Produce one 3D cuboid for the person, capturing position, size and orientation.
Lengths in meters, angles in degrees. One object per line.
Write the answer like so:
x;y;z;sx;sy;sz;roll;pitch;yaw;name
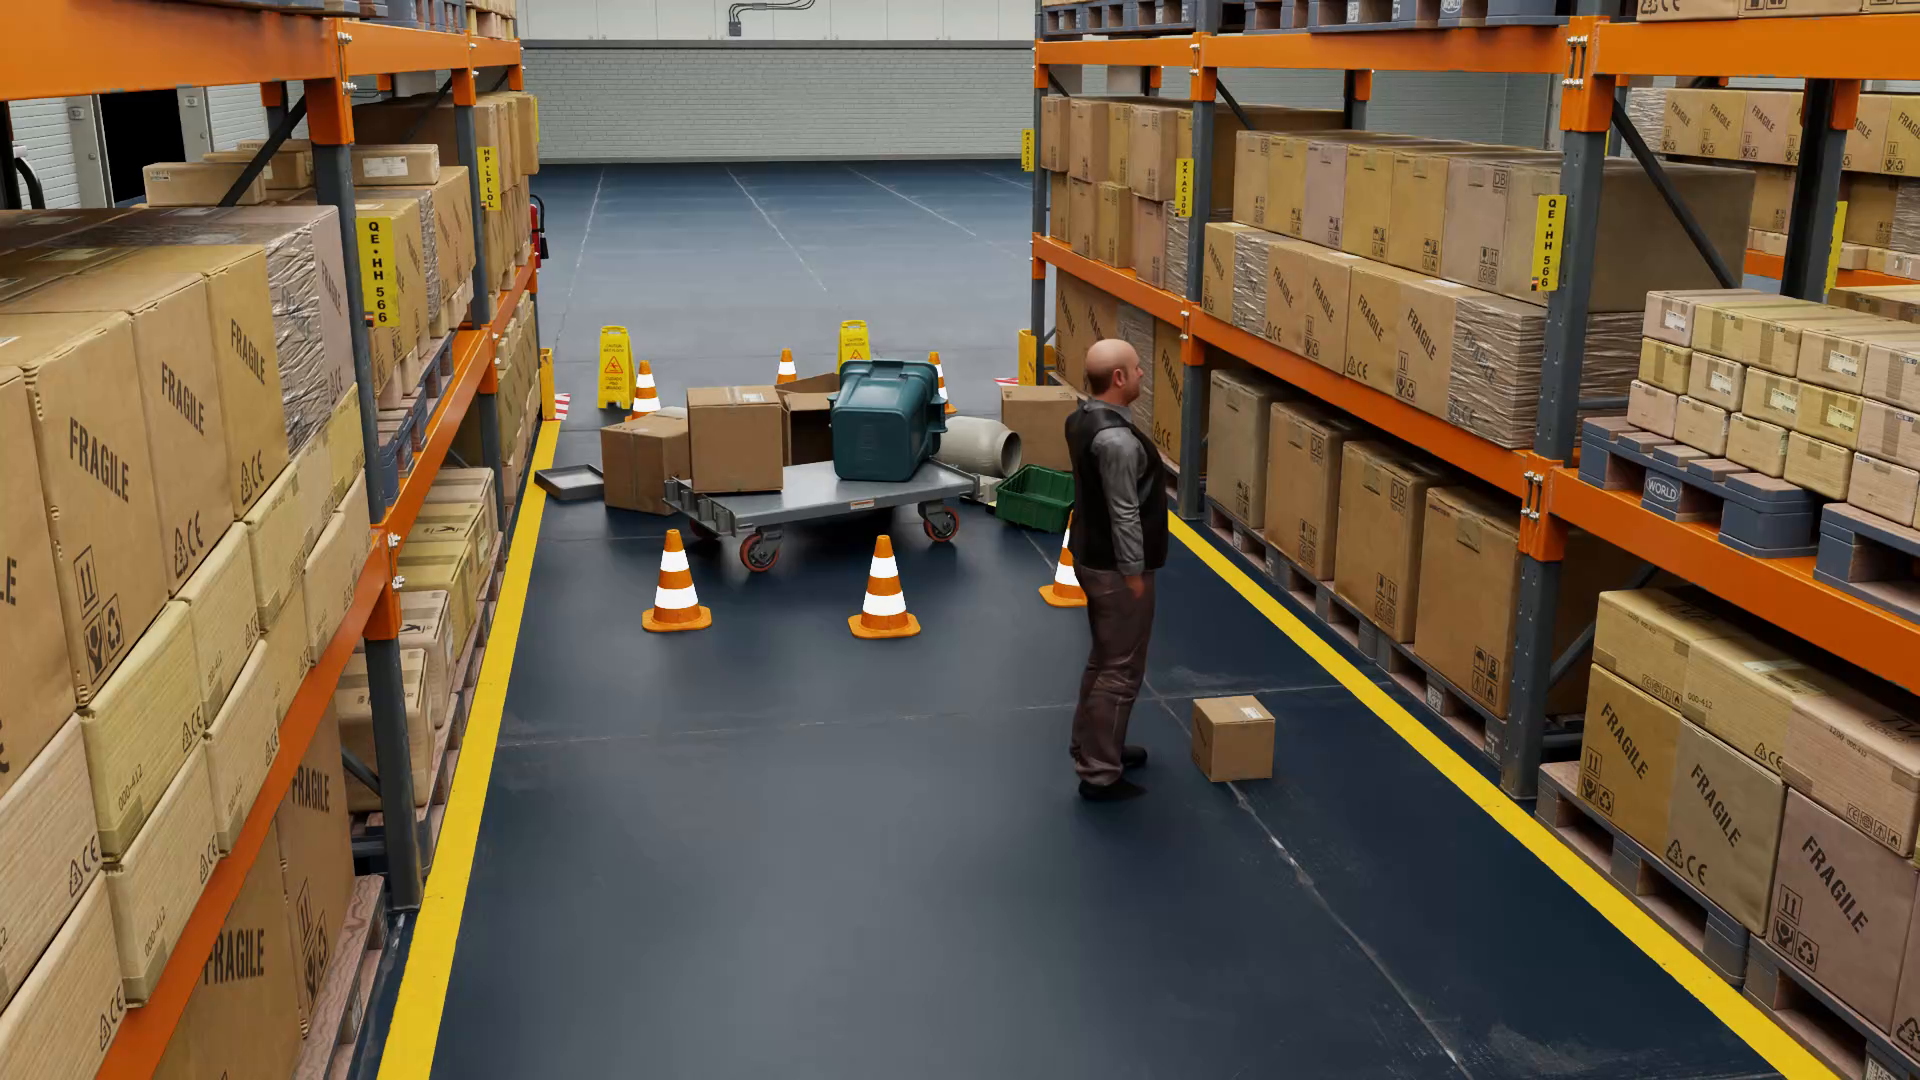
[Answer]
0.585;0.116;6.263;0.362;1.756;0.531;-3;16;-9;person
